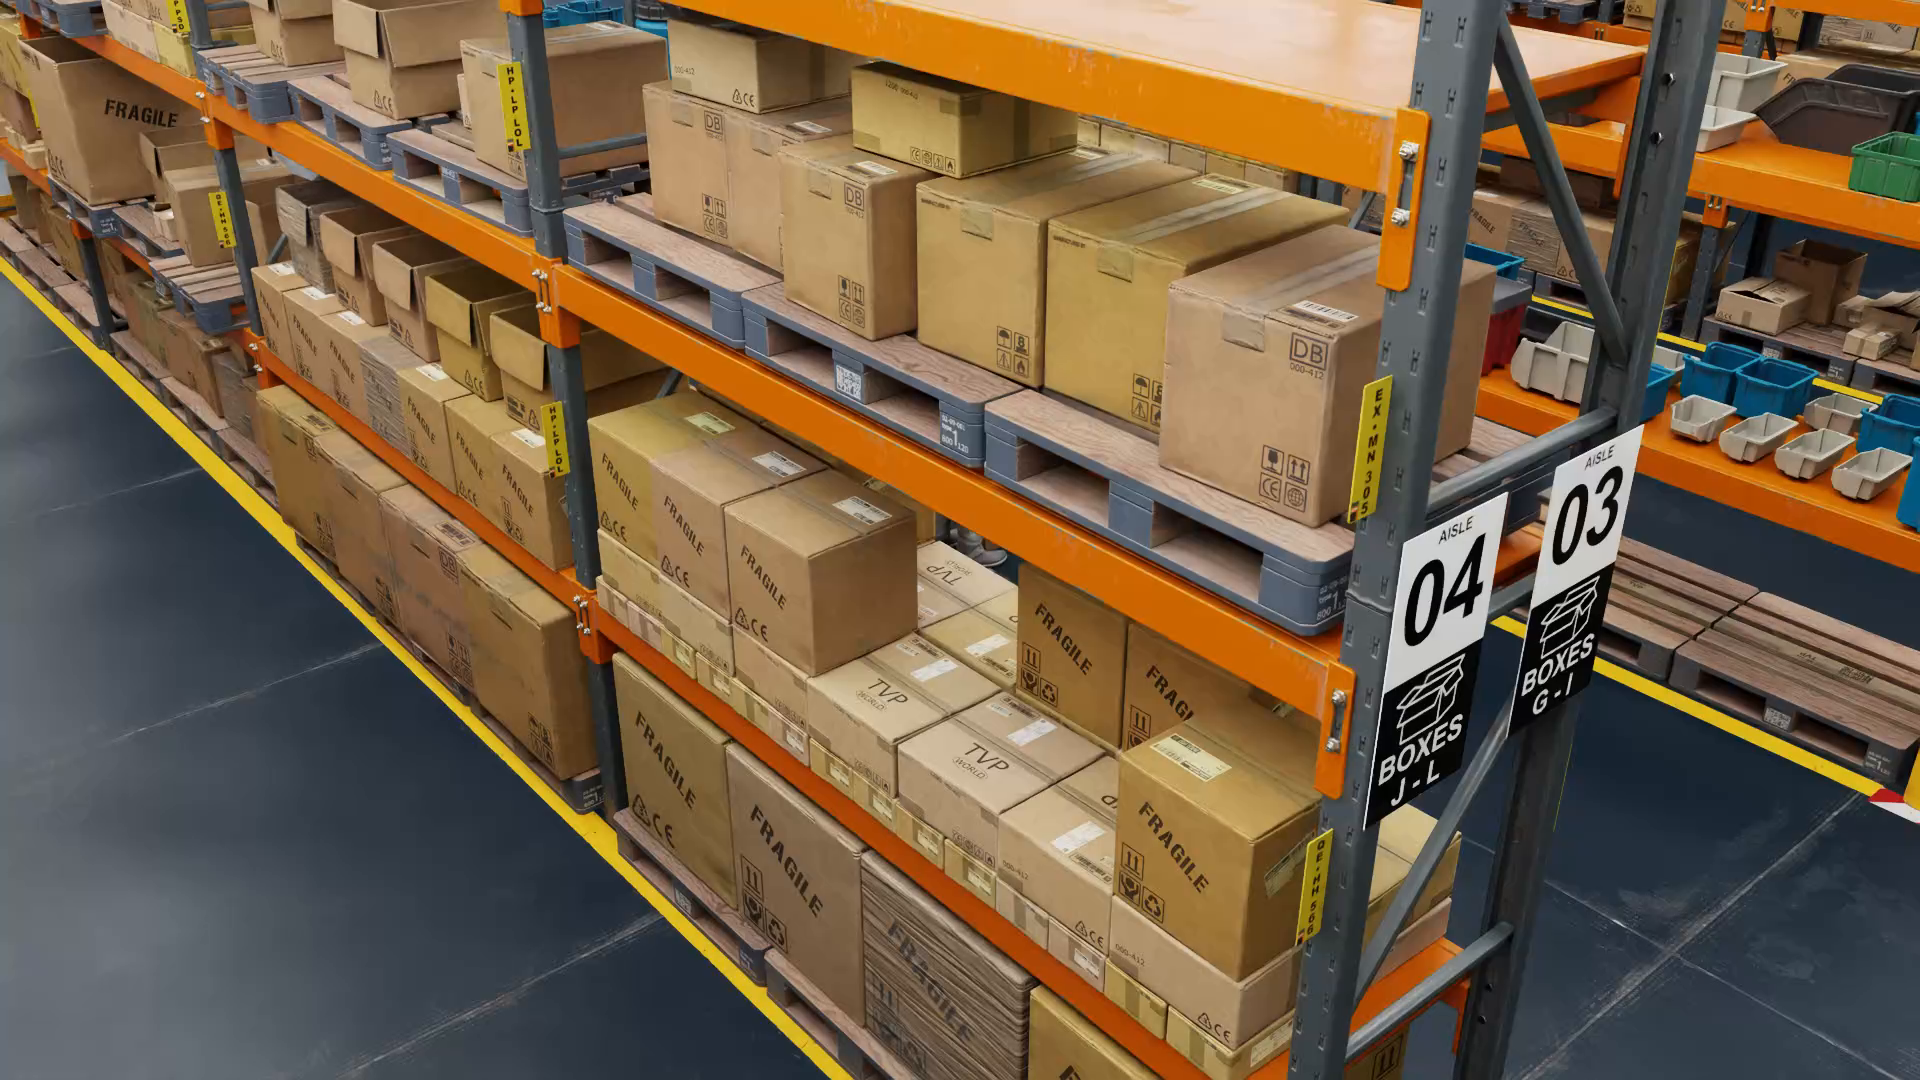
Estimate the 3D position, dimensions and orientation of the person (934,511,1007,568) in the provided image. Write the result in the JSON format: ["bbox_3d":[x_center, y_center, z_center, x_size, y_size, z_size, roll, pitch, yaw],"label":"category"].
[{"bbox_3d":[-0.032,-0.678,9.888,0.436,1.748,0.586,-21,35,-35],"label":"person"}]
